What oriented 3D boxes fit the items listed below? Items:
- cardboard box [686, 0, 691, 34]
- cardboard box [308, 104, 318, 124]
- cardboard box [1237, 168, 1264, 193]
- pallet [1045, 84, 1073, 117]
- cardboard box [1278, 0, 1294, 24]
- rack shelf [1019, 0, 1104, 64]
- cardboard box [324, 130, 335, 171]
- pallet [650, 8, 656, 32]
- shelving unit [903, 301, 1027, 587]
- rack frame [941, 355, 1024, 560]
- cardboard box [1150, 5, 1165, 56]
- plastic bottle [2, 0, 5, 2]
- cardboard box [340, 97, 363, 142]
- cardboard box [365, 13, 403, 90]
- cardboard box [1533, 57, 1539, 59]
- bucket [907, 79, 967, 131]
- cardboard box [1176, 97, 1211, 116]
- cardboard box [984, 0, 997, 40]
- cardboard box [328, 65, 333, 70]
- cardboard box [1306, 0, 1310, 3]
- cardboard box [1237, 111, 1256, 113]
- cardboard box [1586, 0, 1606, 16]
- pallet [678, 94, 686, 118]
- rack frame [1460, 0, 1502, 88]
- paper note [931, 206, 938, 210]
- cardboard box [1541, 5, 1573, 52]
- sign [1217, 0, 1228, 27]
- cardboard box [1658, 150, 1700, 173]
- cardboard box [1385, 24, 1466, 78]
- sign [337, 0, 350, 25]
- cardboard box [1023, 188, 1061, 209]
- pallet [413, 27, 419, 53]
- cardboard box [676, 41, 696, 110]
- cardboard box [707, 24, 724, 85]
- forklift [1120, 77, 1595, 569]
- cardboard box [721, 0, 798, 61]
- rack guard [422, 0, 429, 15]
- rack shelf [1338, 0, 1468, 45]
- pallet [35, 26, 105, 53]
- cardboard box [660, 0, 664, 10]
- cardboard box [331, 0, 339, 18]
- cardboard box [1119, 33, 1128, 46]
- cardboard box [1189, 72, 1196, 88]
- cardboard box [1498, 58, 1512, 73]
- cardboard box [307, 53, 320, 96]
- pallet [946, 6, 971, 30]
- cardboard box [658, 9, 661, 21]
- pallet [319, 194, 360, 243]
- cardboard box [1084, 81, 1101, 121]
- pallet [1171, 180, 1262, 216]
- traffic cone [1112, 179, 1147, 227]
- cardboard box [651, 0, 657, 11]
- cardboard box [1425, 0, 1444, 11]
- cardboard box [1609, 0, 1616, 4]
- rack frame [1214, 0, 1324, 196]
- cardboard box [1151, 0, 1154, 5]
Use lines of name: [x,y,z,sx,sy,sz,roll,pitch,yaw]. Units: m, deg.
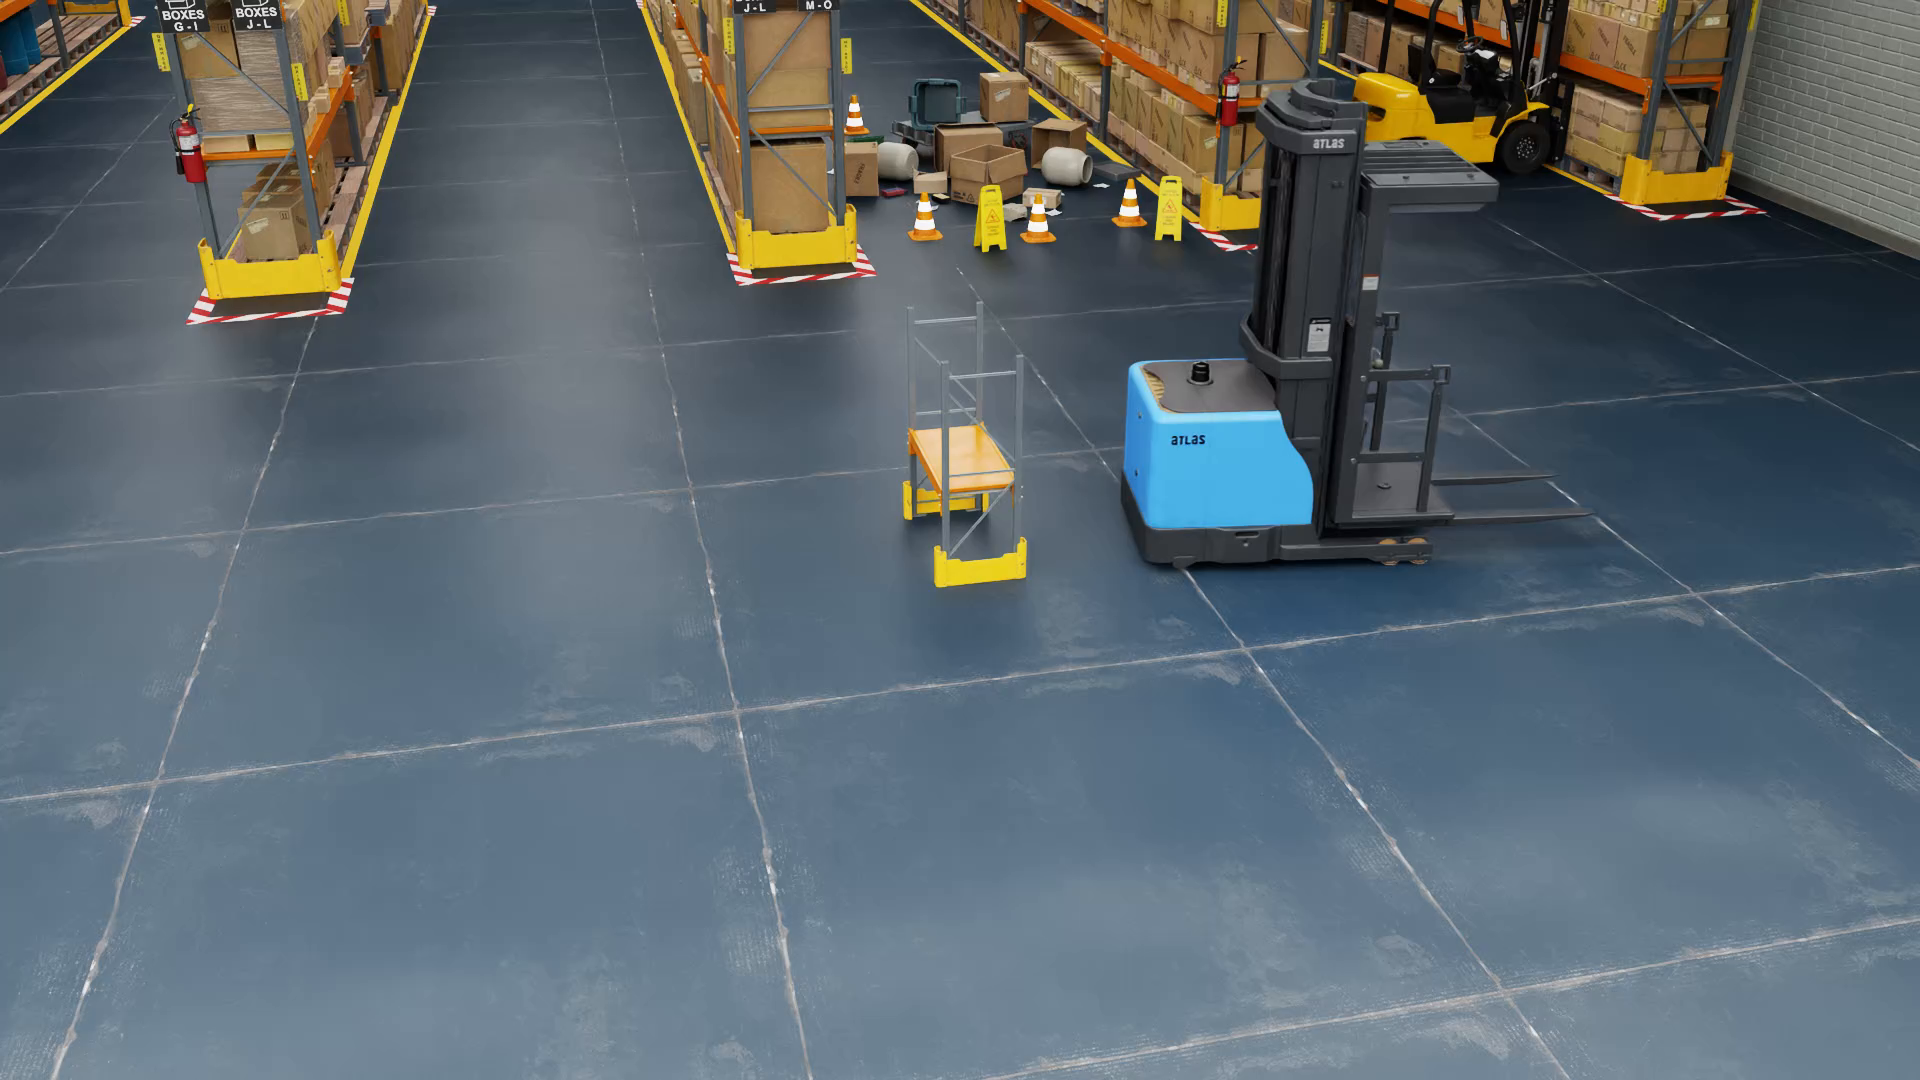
cardboard box: [-3.136,-6.591,20.715,0.500,0.500,0.500,-6,27,-11]
cardboard box: [-6.521,-4.164,16.296,0.380,0.149,0.250,-6,27,-12]
cardboard box: [3.259,-4.034,18.345,0.500,0.250,0.500,-6,27,-12]
pallet: [1.815,-6.081,22.911,1.003,0.211,1.213,-6,27,-12]
cardboard box: [5.541,-8.621,27.156,0.500,0.500,0.500,-7,28,-13]
rack shelf: [1.819,-7.005,22.444,1.077,0.370,4.000,-6,27,-12]
cardboard box: [-7.334,-4.333,18.661,0.500,0.500,0.500,-7,28,-13]
pallet: [-4.797,-8.996,28.685,1.003,0.211,1.213,-6,27,-12]
shelving unit: [0.017,-0.636,10.692,0.587,1.500,1.083,-6,27,-12]
rack frame: [0.134,-0.409,10.242,0.500,1.500,0.032,-6,27,-12]
cardboard box: [2.467,-5.744,18.707,0.500,0.500,0.500,-6,27,-11]
plastic bottle: [-13.239,-7.575,22.829,0.144,0.351,0.185,-6,27,-12]
cardboard box: [-7.591,-5.005,19.970,0.700,0.500,0.500,-6,27,-12]
cardboard box: [-8.422,-6.742,23.016,1.225,0.875,0.875,-7,28,-14]
cardboard box: [7.534,-5.943,21.017,0.500,0.250,0.500,-6,27,-12]
bucket: [-0.253,-5.292,20.199,0.726,0.611,0.620,3,17,6]
cardboard box: [2.589,-4.756,18.223,0.380,0.149,0.250,-5,27,-10]
cardboard box: [0.896,-8.539,26.577,0.875,0.875,0.875,-5,27,-10]
cardboard box: [-7.005,-5.038,18.028,0.380,0.149,0.250,-6,27,-12]
cardboard box: [5.723,-8.619,26.432,0.380,0.149,0.250,-5,27,-10]
cardboard box: [3.131,-4.608,18.651,0.500,0.500,0.500,-7,28,-14]
cardboard box: [7.419,-6.107,19.036,0.380,0.149,0.250,-7,28,-13]
pallet: [-3.327,-6.058,22.865,1.003,0.211,1.213,-6,27,-12]
rack frame: [7.105,-6.954,21.544,1.000,3.000,0.127,-6,27,-12]
paper note: [-0.318,-3.661,18.318,0.144,0.017,0.142,3,27,6]
cardboard box: [7.292,-6.105,19.751,0.500,0.500,0.500,-6,27,-11]
sign: [2.626,-5.302,16.637,0.100,0.325,0.005,-6,27,-12]
cardboard box: [8.087,-4.393,19.056,0.500,0.250,0.500,-6,27,-11]
cardboard box: [6.638,-6.980,23.766,0.875,0.625,0.625,-7,28,-14]
sign: [-6.858,-5.886,18.469,0.100,0.325,0.005,-6,27,-12]
cardboard box: [0.908,-3.789,18.438,0.380,0.149,0.250,8,28,15]
pallet: [-9.283,-8.050,26.812,1.003,0.211,1.213,-6,27,-12]
cardboard box: [-3.181,-6.180,22.042,1.050,0.750,0.750,-6,27,-11]
cardboard box: [-2.282,-5.319,18.139,0.875,0.550,0.550,-6,27,-12]
forklift: [2.651,-1.381,10.580,3.031,2.935,1.130,-2,27,-4]
cardboard box: [-1.888,-5.093,16.493,0.875,0.550,0.550,-6,27,-12]
rack guard: [-10.095,-9.604,29.570,1.175,0.500,0.348,-6,27,-12]
rack shelf: [6.655,-7.510,23.446,1.077,0.370,4.000,-6,27,-12]
pallet: [-14.495,-8.061,26.833,1.003,0.211,1.213,-6,27,-12]
cardboard box: [-4.423,-8.468,26.020,0.500,0.250,0.500,-7,28,-14]
cardboard box: [-7.015,-5.896,17.898,0.500,0.500,0.500,-6,27,-12]
cardboard box: [2.136,-6.059,20.051,0.380,0.149,0.250,-5,27,-10]
cardboard box: [2.677,-4.937,17.827,0.380,0.149,0.250,-6,27,-12]
cardboard box: [7.014,-5.890,20.913,0.500,0.250,0.500,-6,27,-12]
cardboard box: [-6.982,-4.759,16.755,0.875,0.500,0.500,-6,27,-12]
pallet: [0.372,-9.057,28.806,1.003,0.211,1.213,-6,27,-12]
cardboard box: [-4.713,-8.566,27.107,0.380,0.149,0.250,-5,27,-11]
pallet: [-6.921,-3.369,17.536,1.003,0.211,1.213,-6,27,-12]
cardboard box: [2.150,-5.692,21.495,0.950,0.372,0.625,-6,27,-11]
pallet: [3.006,-3.841,18.471,1.003,0.211,1.213,-6,27,-12]
traffic cone: [1.818,-3.617,17.749,0.336,0.463,0.334,-6,27,-12]
cardboard box: [-5.154,-9.262,28.816,0.380,0.149,0.250,-7,28,-14]
cardboard box: [6.618,-7.301,22.400,0.500,0.250,0.500,-6,27,-12]
cardboard box: [7.566,-6.134,18.760,0.380,0.149,0.250,-6,27,-11]
rack frame: [3.172,-4.692,17.063,1.000,3.000,0.127,-6,27,-12]
cardboard box: [2.545,-6.187,18.475,0.700,0.500,0.500,-6,27,-12]
